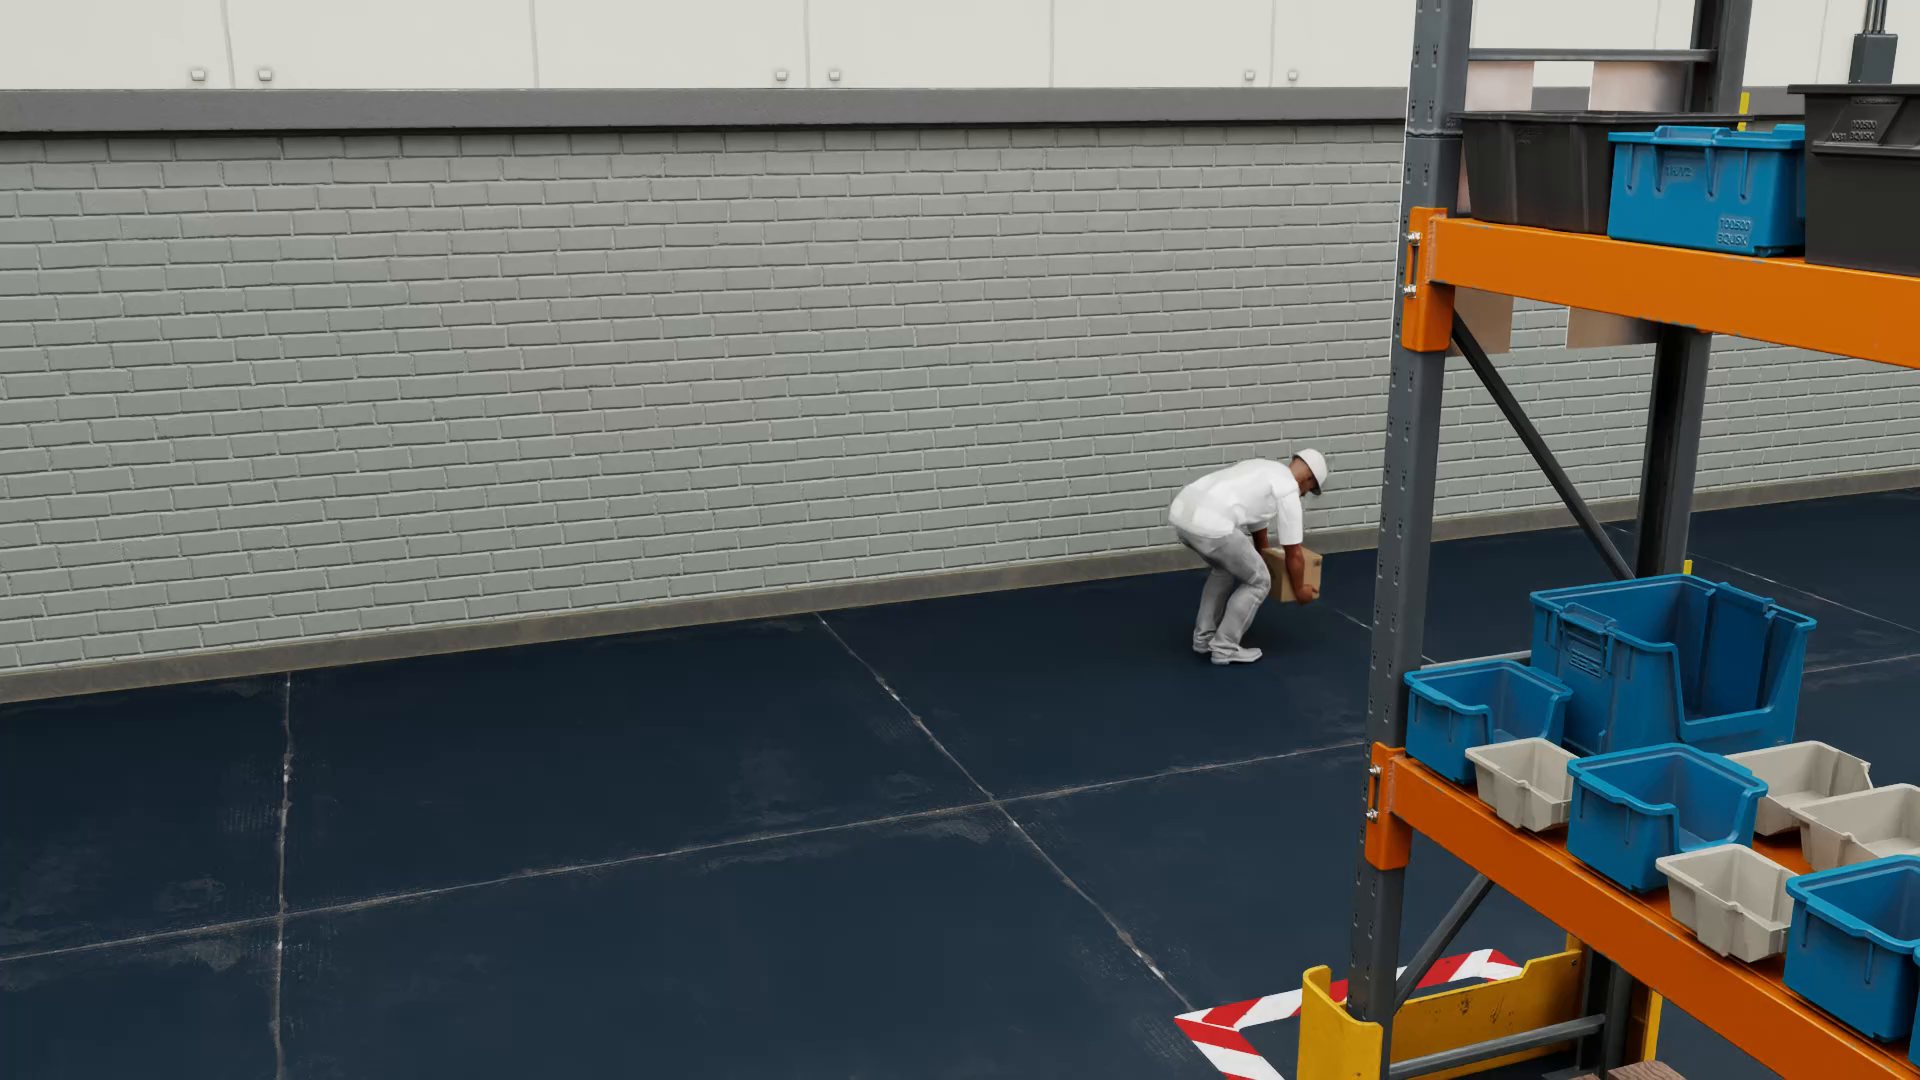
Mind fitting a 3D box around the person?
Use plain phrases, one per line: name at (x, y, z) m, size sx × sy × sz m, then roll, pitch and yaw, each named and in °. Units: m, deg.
person at (1.626, 0.081, 9.348) m, size 0.959 × 1.144 × 0.504 m, roll -7°, pitch 17°, yaw -23°
